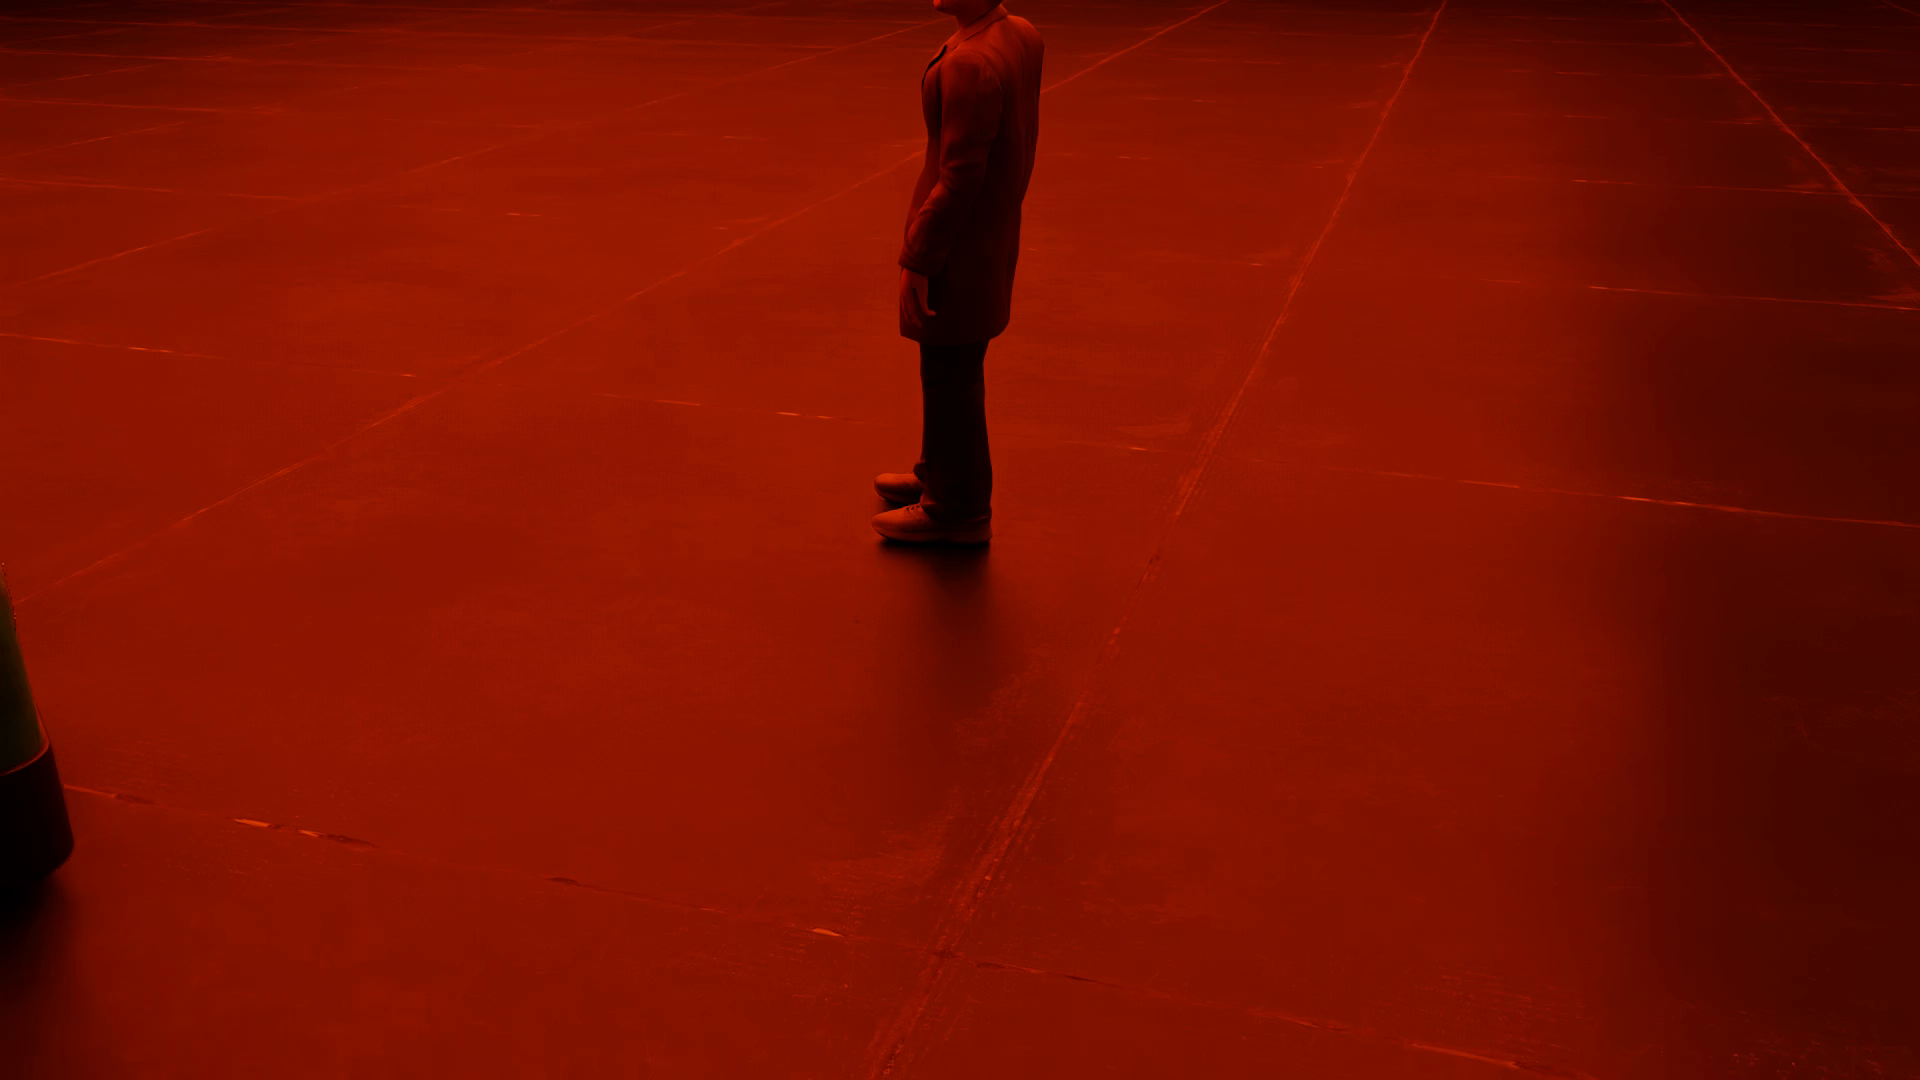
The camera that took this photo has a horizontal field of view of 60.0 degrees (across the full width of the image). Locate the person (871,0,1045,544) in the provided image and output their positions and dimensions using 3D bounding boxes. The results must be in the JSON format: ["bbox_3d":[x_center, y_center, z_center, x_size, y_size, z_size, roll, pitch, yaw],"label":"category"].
[{"bbox_3d":[-0.085,-0.840,4.808,0.582,1.775,0.696,7,23,16],"label":"person"}]

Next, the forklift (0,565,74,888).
[{"bbox_3d":[-3.312,-0.471,2.419,3.031,2.935,1.130,-15,27,-32],"label":"forklift"}]
